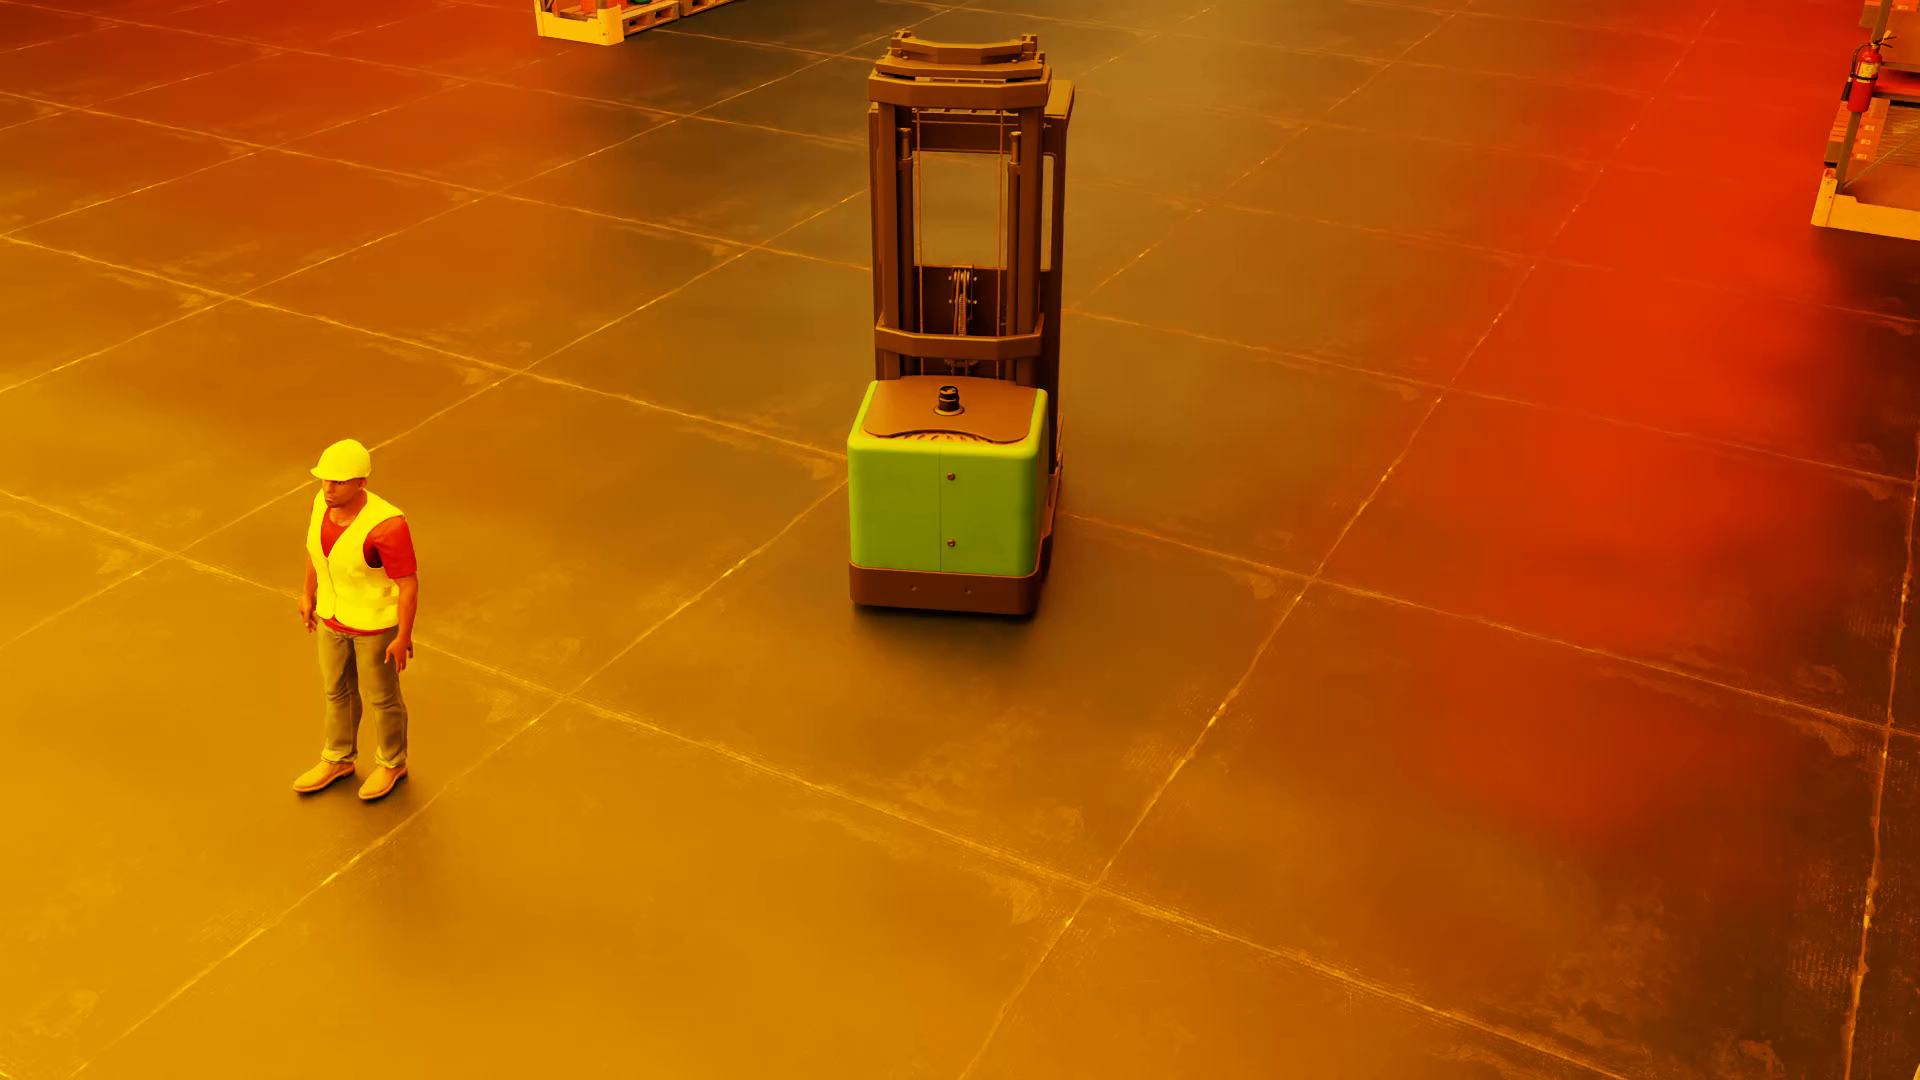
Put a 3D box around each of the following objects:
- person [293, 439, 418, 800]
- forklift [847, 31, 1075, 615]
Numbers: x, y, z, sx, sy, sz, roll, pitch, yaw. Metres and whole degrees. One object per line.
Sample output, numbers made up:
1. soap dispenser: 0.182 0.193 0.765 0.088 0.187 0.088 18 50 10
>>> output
1. person: -2.777 0.388 7.550 0.665 1.768 0.575 16 34 25
2. forklift: 0.072 -1.572 9.794 1.130 2.935 3.031 3 30 6
